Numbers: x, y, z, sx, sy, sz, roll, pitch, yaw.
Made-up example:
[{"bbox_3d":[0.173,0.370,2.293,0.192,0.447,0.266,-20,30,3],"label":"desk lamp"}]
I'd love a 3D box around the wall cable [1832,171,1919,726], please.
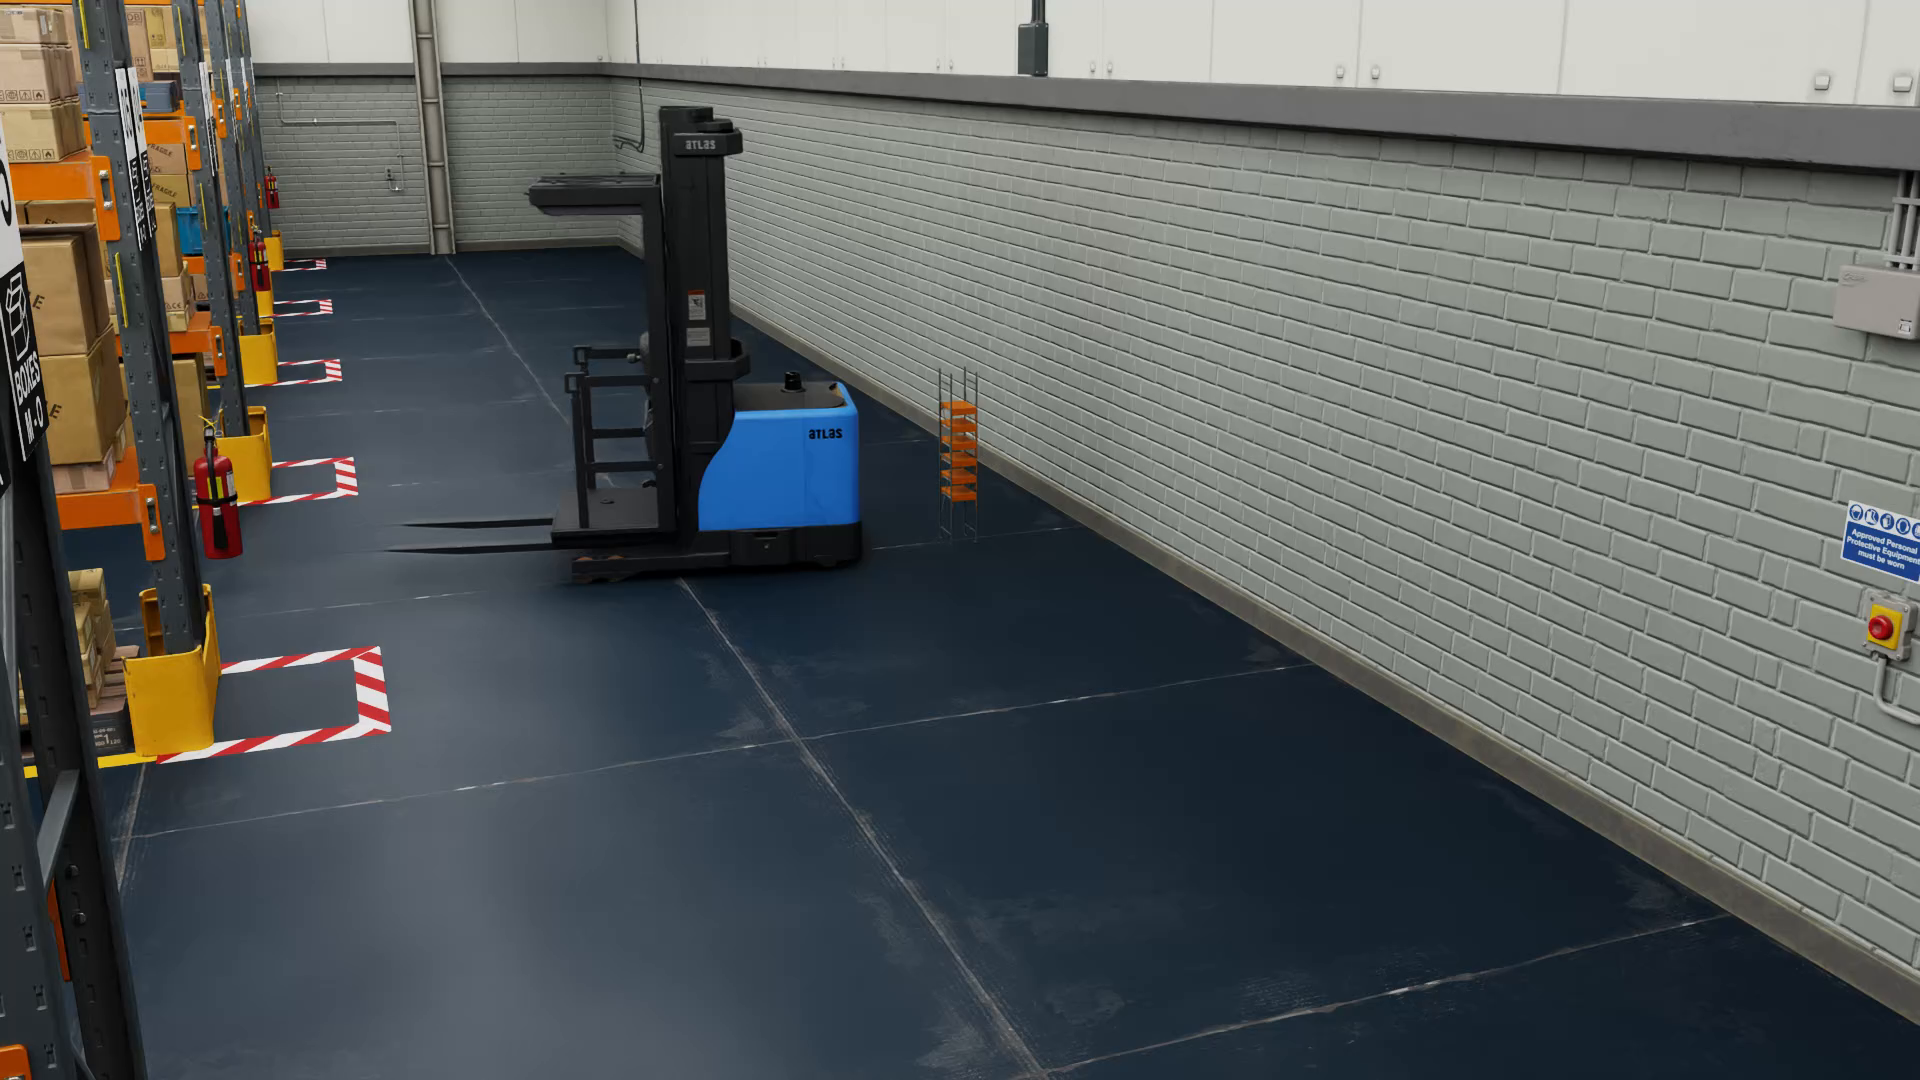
[{"bbox_3d":[3.171,-0.349,5.605,0.123,1.953,0.585,-6,17,-20],"label":"wall cable"}]

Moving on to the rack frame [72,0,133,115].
[{"bbox_3d":[-3.951,-3.443,7.351,0.127,3.000,1.000,-6,17,-20],"label":"rack frame"}]

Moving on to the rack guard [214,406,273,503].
[{"bbox_3d":[-5.609,-0.682,13.035,0.348,0.500,1.175,-6,17,-20],"label":"rack guard"}]

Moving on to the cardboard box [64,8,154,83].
[{"bbox_3d":[-6.098,-3.550,11.938,0.500,0.500,0.700,-7,18,-23],"label":"cardboard box"}]

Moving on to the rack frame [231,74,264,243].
[{"bbox_3d":[-9.173,-4.486,21.551,0.127,3.000,1.000,-6,17,-20],"label":"rack frame"}]

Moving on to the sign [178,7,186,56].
[{"bbox_3d":[-5.451,-3.561,11.647,0.005,0.325,0.100,-6,17,-20],"label":"sign"}]

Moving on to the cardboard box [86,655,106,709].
[{"bbox_3d":[-4.368,0.710,8.171,0.250,0.149,0.380,-6,17,-19],"label":"cardboard box"}]

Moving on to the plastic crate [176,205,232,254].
[{"bbox_3d":[-7.650,-3.145,16.816,0.499,0.435,0.616,-6,17,-20],"label":"plastic crate"}]

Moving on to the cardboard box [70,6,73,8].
[{"bbox_3d":[-10.573,-6.290,20.419,0.500,0.500,0.700,-6,17,-20],"label":"cardboard box"}]

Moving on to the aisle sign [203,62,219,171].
[{"bbox_3d":[-5.672,-3.213,12.602,0.004,0.787,0.394,-6,17,-20],"label":"aisle sign"}]

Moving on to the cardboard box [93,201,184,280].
[{"bbox_3d":[-5.993,-2.192,12.145,0.500,0.500,0.500,-6,17,-19],"label":"cardboard box"}]

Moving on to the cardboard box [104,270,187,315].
[{"bbox_3d":[-5.989,-1.831,12.249,0.500,0.250,0.500,-6,18,-21],"label":"cardboard box"}]

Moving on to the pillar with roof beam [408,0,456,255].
[{"bbox_3d":[-7.197,-8.035,22.988,0.400,9.000,9.100,-6,17,-20],"label":"pillar with roof beam"}]

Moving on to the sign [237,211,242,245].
[{"bbox_3d":[-7.192,-3.118,16.602,0.005,0.325,0.100,-6,17,-20],"label":"sign"}]

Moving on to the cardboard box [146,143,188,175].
[{"bbox_3d":[-9.962,-4.845,20.823,0.500,0.500,0.500,-6,17,-19],"label":"cardboard box"}]

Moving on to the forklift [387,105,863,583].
[{"bbox_3d":[-2.209,-1.289,10.785,3.031,2.935,1.130,-3,17,-9],"label":"forklift"}]

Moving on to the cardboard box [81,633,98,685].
[{"bbox_3d":[-4.342,0.588,8.060,0.250,0.149,0.380,-7,18,-22],"label":"cardboard box"}]

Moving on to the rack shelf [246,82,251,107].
[{"bbox_3d":[-12.817,-6.682,24.980,4.000,0.370,1.077,-6,17,-20],"label":"rack shelf"}]

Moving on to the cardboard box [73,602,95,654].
[{"bbox_3d":[-4.355,0.437,8.046,0.250,0.149,0.380,-6,17,-19],"label":"cardboard box"}]

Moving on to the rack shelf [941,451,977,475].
[{"bbox_3d":[-0.014,-0.532,11.437,0.180,0.103,0.258,-6,17,-20],"label":"rack shelf"}]

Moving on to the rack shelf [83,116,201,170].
[{"bbox_3d":[-7.499,-2.772,11.666,4.000,0.370,1.077,-6,17,-20],"label":"rack shelf"}]

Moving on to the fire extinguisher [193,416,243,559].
[{"bbox_3d":[-3.551,-0.252,7.932,0.183,0.674,0.296,-6,17,-20],"label":"fire extinguisher"}]

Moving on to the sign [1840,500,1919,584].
[{"bbox_3d":[3.211,0.005,5.779,0.001,0.218,0.327,-6,17,-20],"label":"sign"}]

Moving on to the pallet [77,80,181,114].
[{"bbox_3d":[-6.321,-3.199,12.000,1.213,0.211,1.003,-6,17,-20],"label":"pallet"}]

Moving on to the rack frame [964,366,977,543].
[{"bbox_3d":[0.072,-0.583,11.456,0.006,1.200,0.240,-6,17,-20],"label":"rack frame"}]

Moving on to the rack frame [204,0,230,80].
[{"bbox_3d":[-7.404,-6.061,16.267,0.127,3.000,1.000,-6,17,-20],"label":"rack frame"}]

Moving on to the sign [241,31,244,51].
[{"bbox_3d":[-10.768,-7.471,24.961,0.005,0.325,0.100,-6,17,-20],"label":"sign"}]

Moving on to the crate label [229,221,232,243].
[{"bbox_3d":[-7.752,-3.193,17.337,0.303,0.233,0.416,-6,17,-20],"label":"crate label"}]

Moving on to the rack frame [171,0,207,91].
[{"bbox_3d":[-5.632,-4.758,11.829,0.127,3.000,1.000,-6,17,-20],"label":"rack frame"}]

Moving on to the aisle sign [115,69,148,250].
[{"bbox_3d":[-3.776,-1.740,7.586,0.004,0.787,0.394,-6,17,-20],"label":"aisle sign"}]

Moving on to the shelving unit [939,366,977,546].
[{"bbox_3d":[-0.014,-0.574,11.424,0.189,1.200,0.258,-6,17,-20],"label":"shelving unit"}]

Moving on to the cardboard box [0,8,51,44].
[{"bbox_3d":[-4.157,-2.252,7.290,0.250,0.149,0.380,-6,18,-21],"label":"cardboard box"}]

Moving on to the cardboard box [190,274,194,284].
[{"bbox_3d":[-10.249,-3.347,21.773,0.500,0.250,0.500,-6,17,-20],"label":"cardboard box"}]

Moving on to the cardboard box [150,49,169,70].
[{"bbox_3d":[-10.028,-5.924,20.503,0.500,0.250,0.500,-6,17,-20],"label":"cardboard box"}]

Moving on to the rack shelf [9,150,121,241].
[{"bbox_3d":[-5.819,-1.457,7.188,4.000,0.370,1.077,-6,17,-20],"label":"rack shelf"}]

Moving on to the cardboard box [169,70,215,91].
[{"bbox_3d":[-9.558,-5.732,20.737,0.500,0.250,0.500,-6,17,-20],"label":"cardboard box"}]

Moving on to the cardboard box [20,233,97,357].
[{"bbox_3d":[-4.290,-1.123,7.619,0.500,0.500,0.500,-7,18,-21],"label":"cardboard box"}]

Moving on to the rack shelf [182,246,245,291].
[{"bbox_3d":[-9.272,-2.636,16.527,4.000,0.370,1.077,-6,17,-20],"label":"rack shelf"}]

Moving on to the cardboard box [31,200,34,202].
[{"bbox_3d":[-11.390,-4.213,20.443,0.500,0.500,0.500,-6,17,-20],"label":"cardboard box"}]

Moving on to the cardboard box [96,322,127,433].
[{"bbox_3d":[-4.470,-0.782,8.233,0.500,0.500,0.500,-5,17,-17],"label":"cardboard box"}]

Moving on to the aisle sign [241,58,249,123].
[{"bbox_3d":[-9.000,-5.660,20.934,0.004,0.787,0.394,-6,17,-20],"label":"aisle sign"}]

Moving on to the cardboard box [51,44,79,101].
[{"bbox_3d":[-4.464,-2.194,7.803,0.500,0.250,0.500,-6,17,-19],"label":"cardboard box"}]

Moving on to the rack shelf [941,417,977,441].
[{"bbox_3d":[-0.014,-0.762,11.369,0.180,0.103,0.258,-6,17,-20],"label":"rack shelf"}]

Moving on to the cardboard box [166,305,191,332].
[{"bbox_3d":[-5.847,-1.636,12.293,0.250,0.149,0.380,-6,17,-19],"label":"cardboard box"}]

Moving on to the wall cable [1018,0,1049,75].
[{"bbox_3d":[0.882,-5.965,10.229,0.120,5.999,2.277,-6,17,-20],"label":"wall cable"}]
